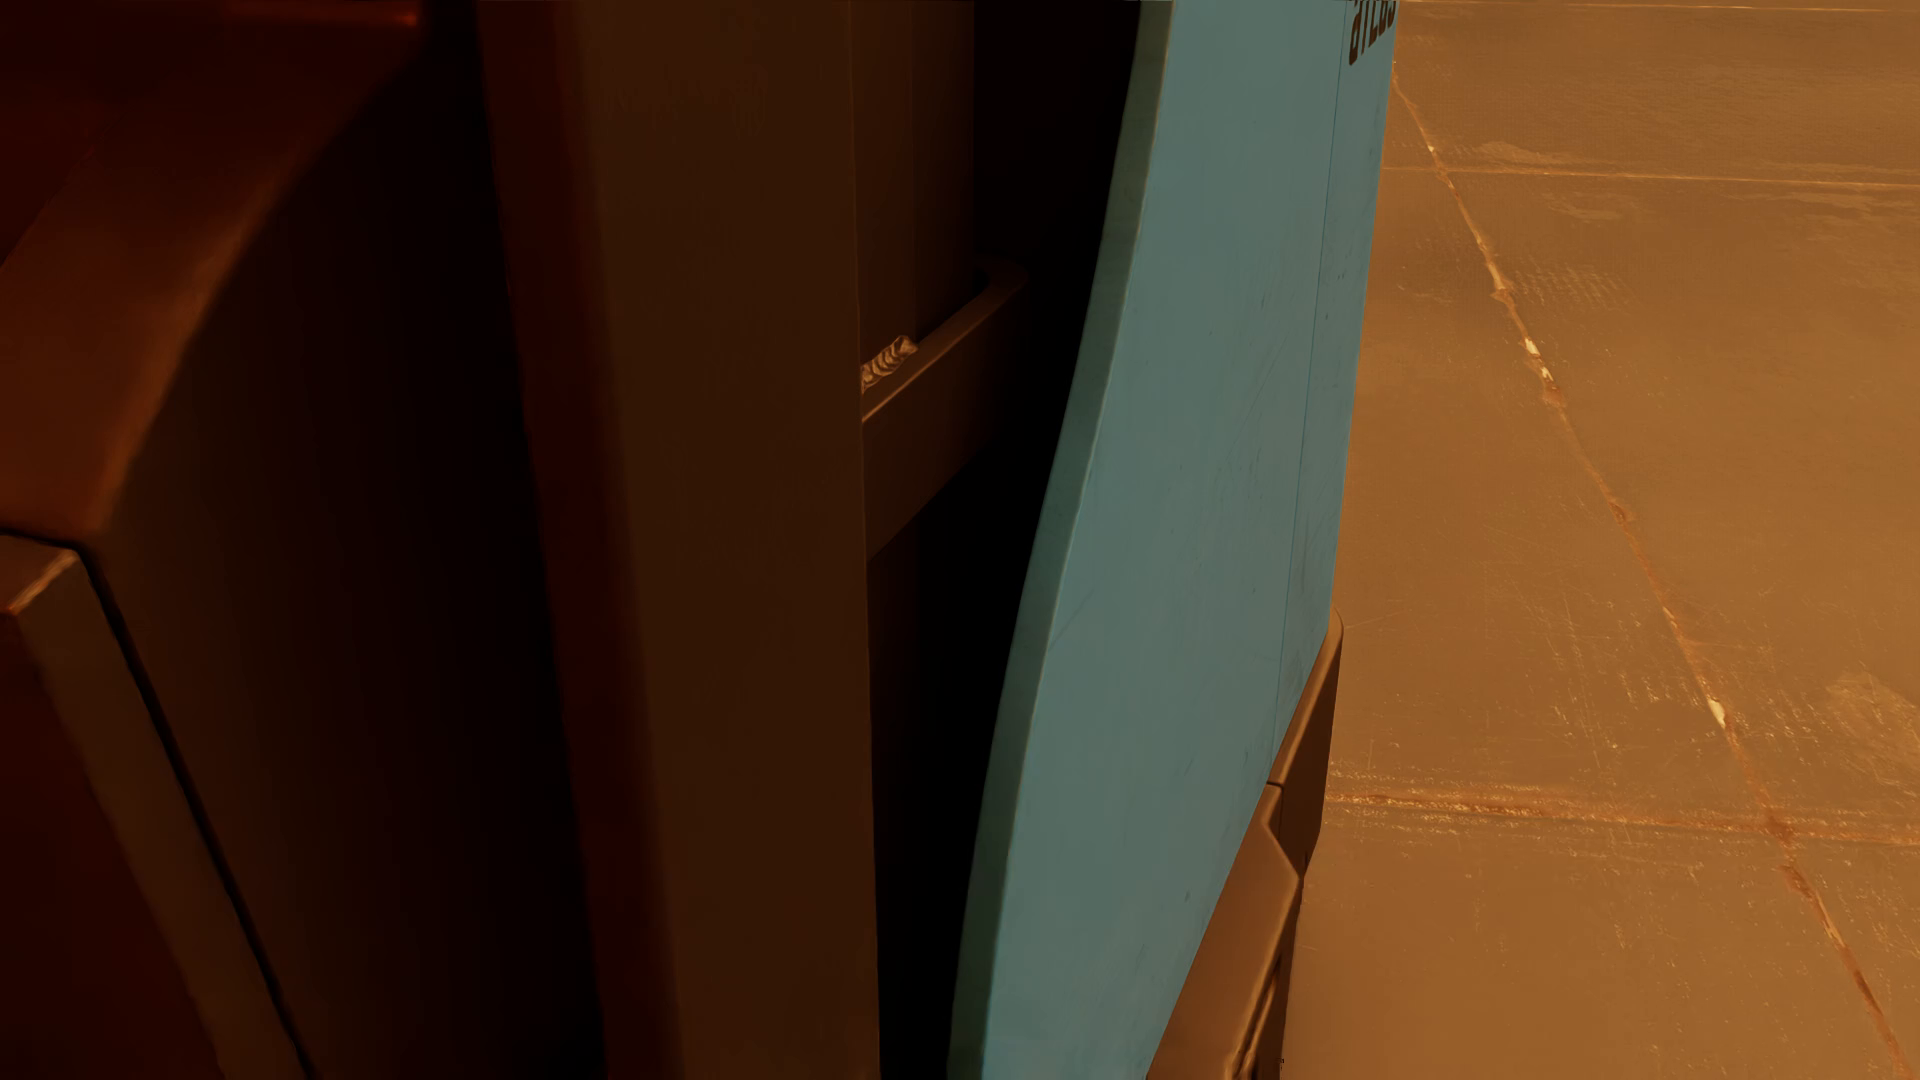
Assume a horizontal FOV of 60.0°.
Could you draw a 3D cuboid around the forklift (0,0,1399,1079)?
[{"bbox_3d":[-0.640,-0.444,0.106,1.130,2.935,3.031,10,28,19],"label":"forklift"}]
